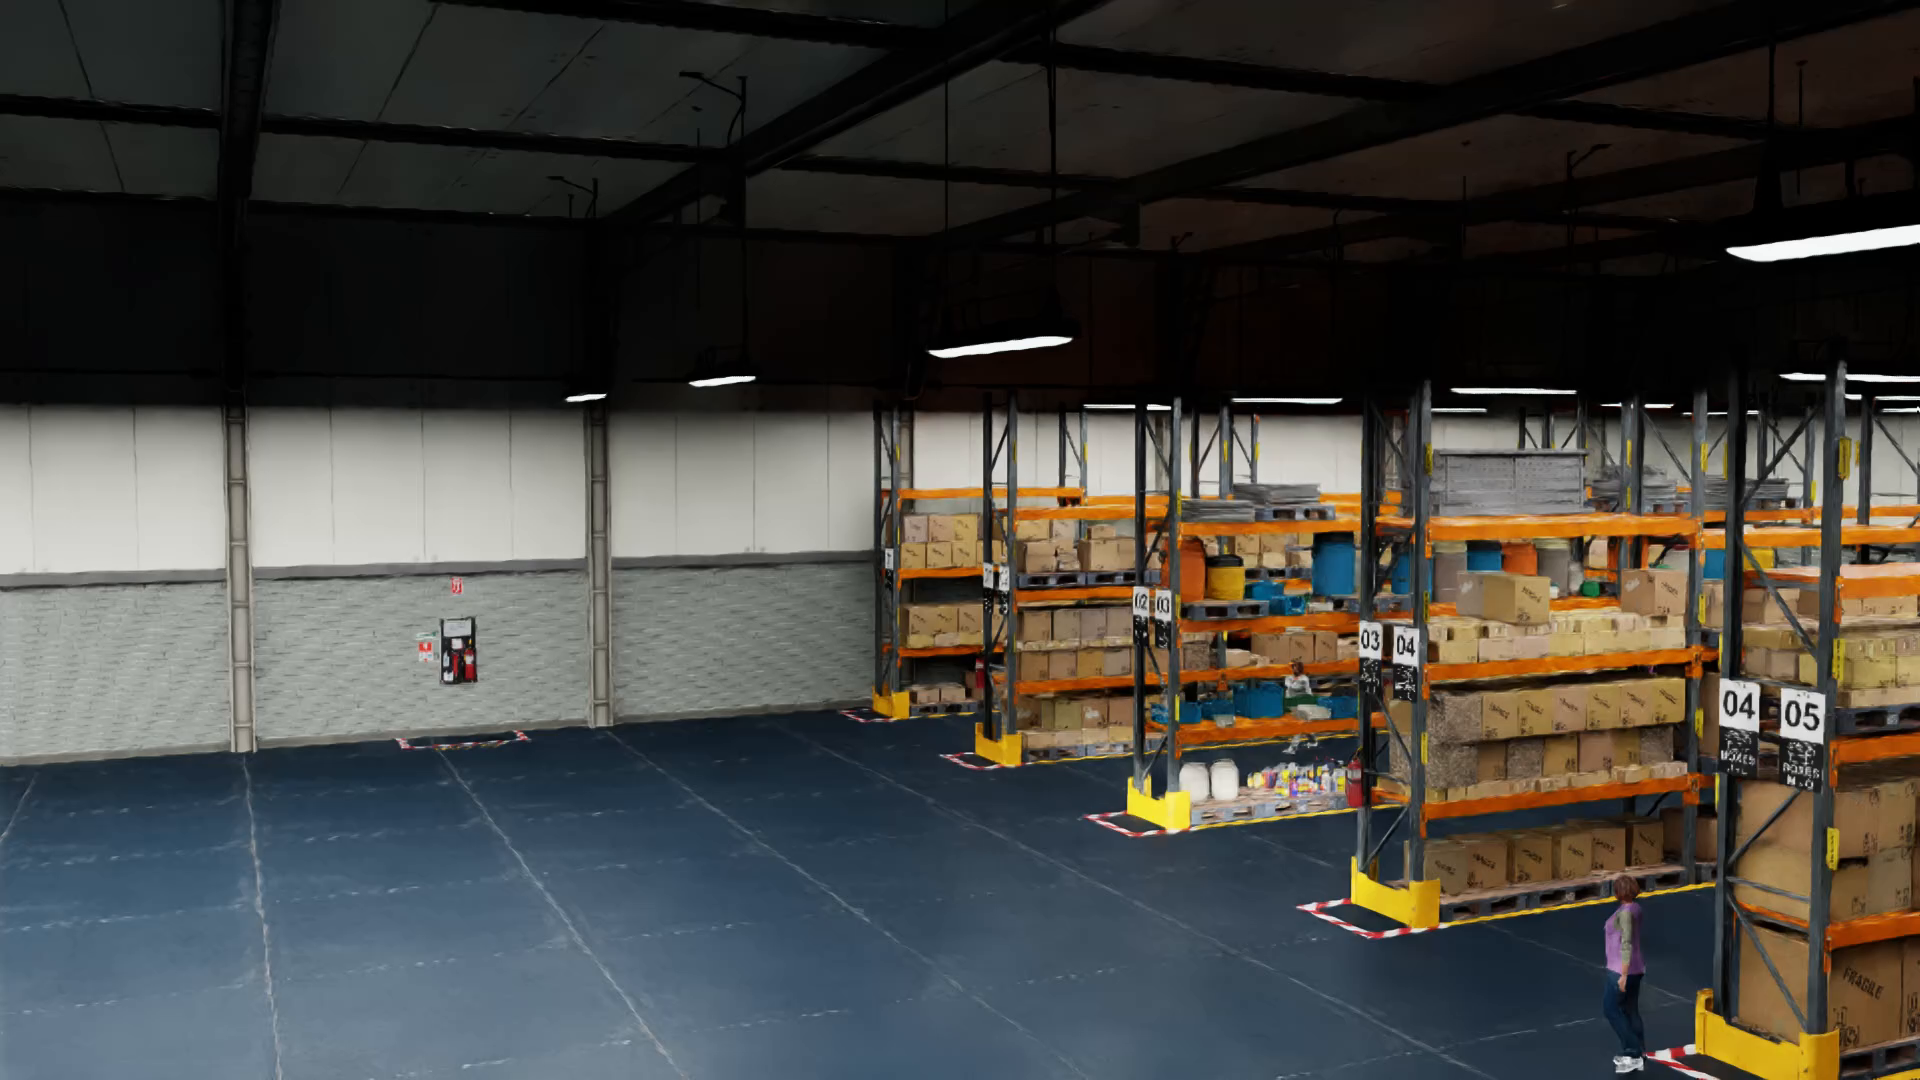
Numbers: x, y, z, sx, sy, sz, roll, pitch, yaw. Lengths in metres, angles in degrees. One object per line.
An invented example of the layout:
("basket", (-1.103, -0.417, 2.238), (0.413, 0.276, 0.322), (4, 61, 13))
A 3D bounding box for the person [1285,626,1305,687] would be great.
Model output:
("person", (6.868, 2.287, 33.737), (0.468, 1.794, 0.625), (3, 5, 44))

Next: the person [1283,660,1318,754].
("person", (5.669, 2.767, 27.793), (0.957, 1.533, 0.411), (-2, 4, -33))

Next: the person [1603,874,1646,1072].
("person", (5.491, 3.559, 13.698), (0.355, 1.592, 0.516), (2, 4, 36))
